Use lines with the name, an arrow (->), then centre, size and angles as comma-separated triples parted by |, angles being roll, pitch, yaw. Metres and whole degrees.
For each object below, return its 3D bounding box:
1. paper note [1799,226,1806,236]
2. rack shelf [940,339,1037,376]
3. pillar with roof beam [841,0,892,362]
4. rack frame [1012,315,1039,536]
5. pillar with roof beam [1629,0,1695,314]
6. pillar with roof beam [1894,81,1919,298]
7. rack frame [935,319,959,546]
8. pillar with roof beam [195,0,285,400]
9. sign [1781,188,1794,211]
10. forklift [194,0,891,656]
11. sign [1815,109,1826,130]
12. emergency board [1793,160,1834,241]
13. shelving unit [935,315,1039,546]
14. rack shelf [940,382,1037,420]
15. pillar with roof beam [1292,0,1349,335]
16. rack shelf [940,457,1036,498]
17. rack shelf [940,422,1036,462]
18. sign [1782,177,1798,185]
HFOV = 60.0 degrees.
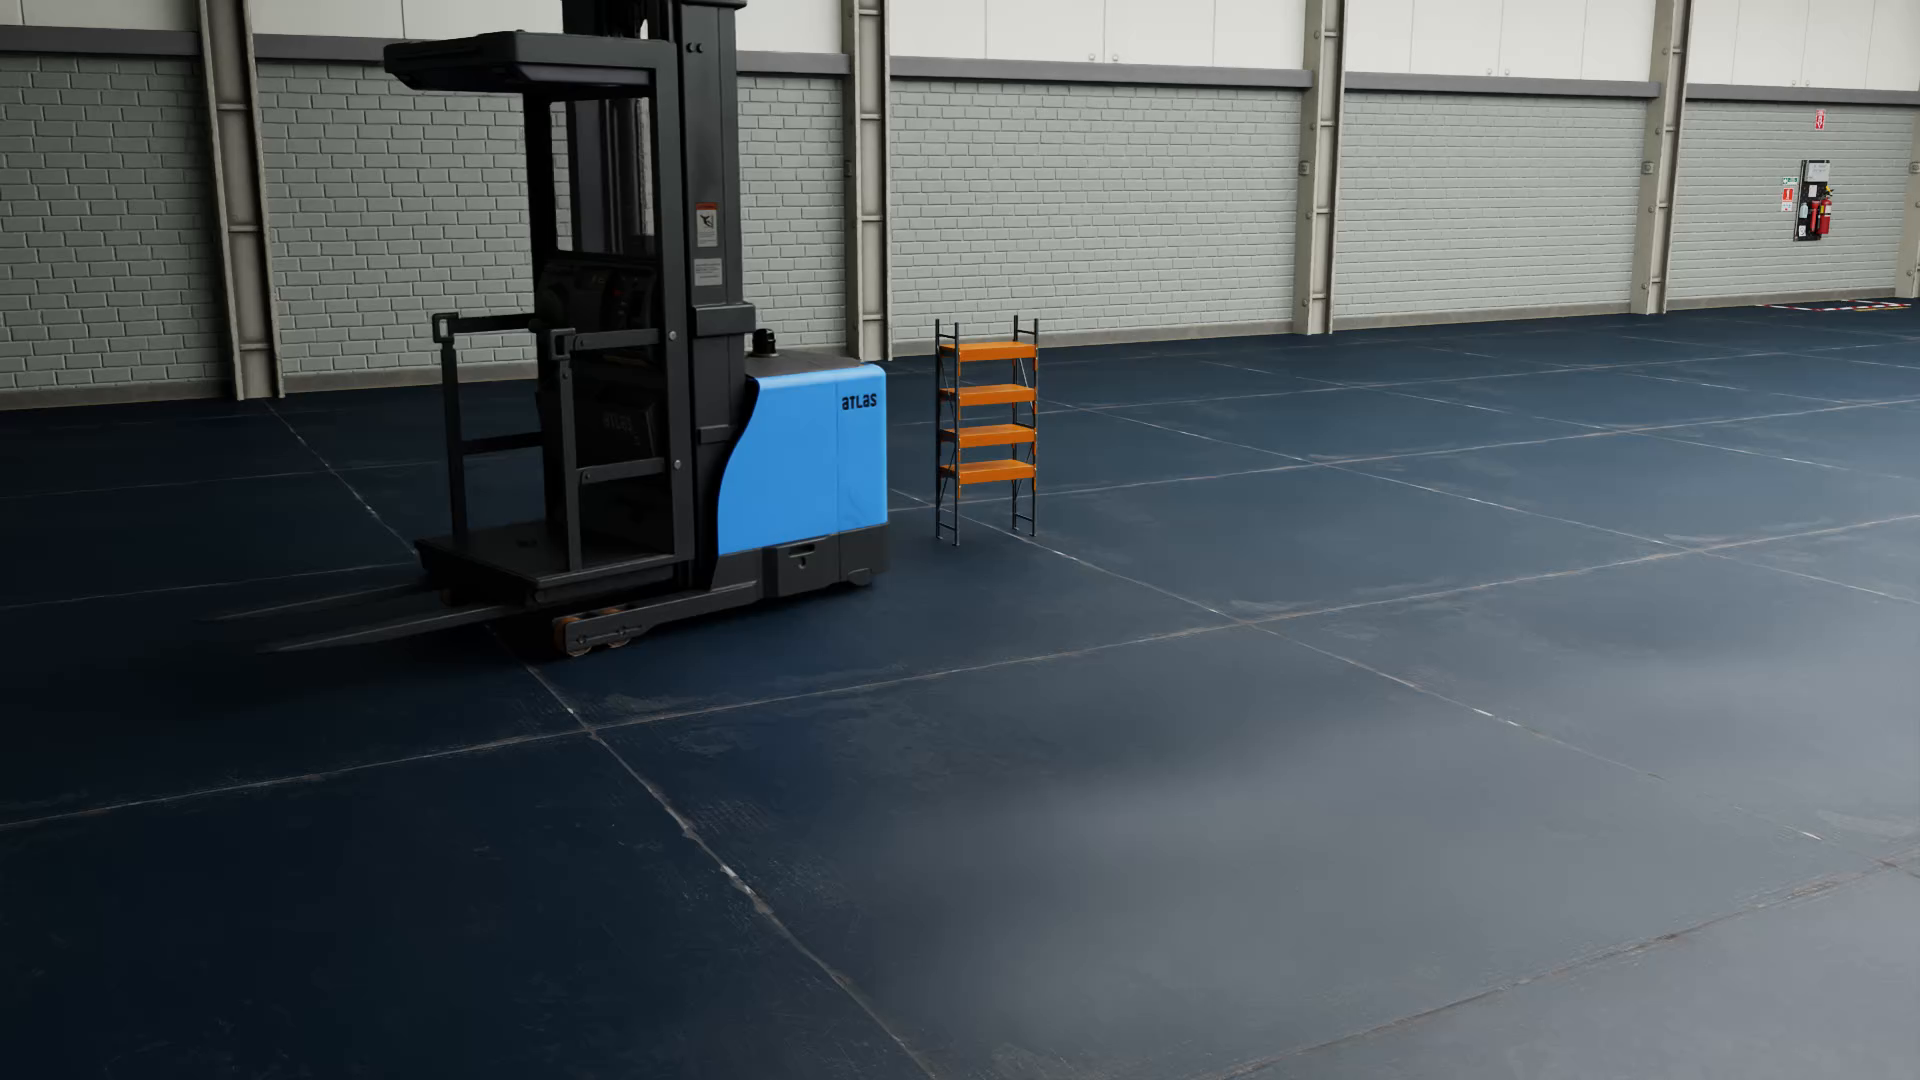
paper note -> 12.466, -4.573, 24.604 | 0.142, 0.148, 0.016 | -7, 14, -28
rack shelf -> 0.145, -0.986, 8.969 | 0.480, 0.148, 0.258 | -7, 14, -28
pillar with roof beam -> 1.106, -5.464, 12.894 | 0.400, 9.000, 9.100 | -7, 14, -28
rack frame -> 0.359, -0.628, 9.169 | 0.015, 1.200, 0.240 | -7, 14, -28
pillar with roof beam -> 11.638, -6.727, 18.503 | 0.400, 9.000, 9.100 | -7, 14, -28
pillar with roof beam -> 16.905, -7.358, 21.308 | 0.400, 9.000, 9.100 | -7, 14, -28
rack frame -> -0.069, -0.577, 8.941 | 0.015, 1.200, 0.240 | -7, 14, -28
pillar with roof beam -> -4.161, -4.833, 10.089 | 0.400, 9.000, 9.100 | -7, 14, -28
sign -> 12.120, -4.987, 24.357 | 0.234, 0.329, 0.001 | -7, 14, -28
forklift -> -1.754, -1.071, 7.193 | 3.031, 2.935, 1.130 | -12, 17, -42
sign -> 12.600, -6.157, 24.358 | 0.199, 0.298, 0.001 | -7, 14, -28
emergency board -> 12.655, -5.008, 24.531 | 0.643, 1.169, 0.194 | -7, 14, -28
shelving unit -> 0.145, -0.603, 9.055 | 0.503, 1.200, 0.258 | -7, 14, -28
rack shelf -> 0.145, -0.755, 9.020 | 0.480, 0.148, 0.258 | -7, 14, -28
pillar with roof beam -> 6.372, -6.095, 15.699 | 0.400, 9.000, 9.100 | -7, 14, -28
rack shelf -> 0.145, -0.343, 9.113 | 0.480, 0.148, 0.258 | -7, 14, -28
rack shelf -> 0.145, -0.537, 9.070 | 0.480, 0.148, 0.258 | -7, 14, -28
sign -> 12.128, -5.245, 24.293 | 0.331, 0.109, 0.001 | -7, 14, -28
